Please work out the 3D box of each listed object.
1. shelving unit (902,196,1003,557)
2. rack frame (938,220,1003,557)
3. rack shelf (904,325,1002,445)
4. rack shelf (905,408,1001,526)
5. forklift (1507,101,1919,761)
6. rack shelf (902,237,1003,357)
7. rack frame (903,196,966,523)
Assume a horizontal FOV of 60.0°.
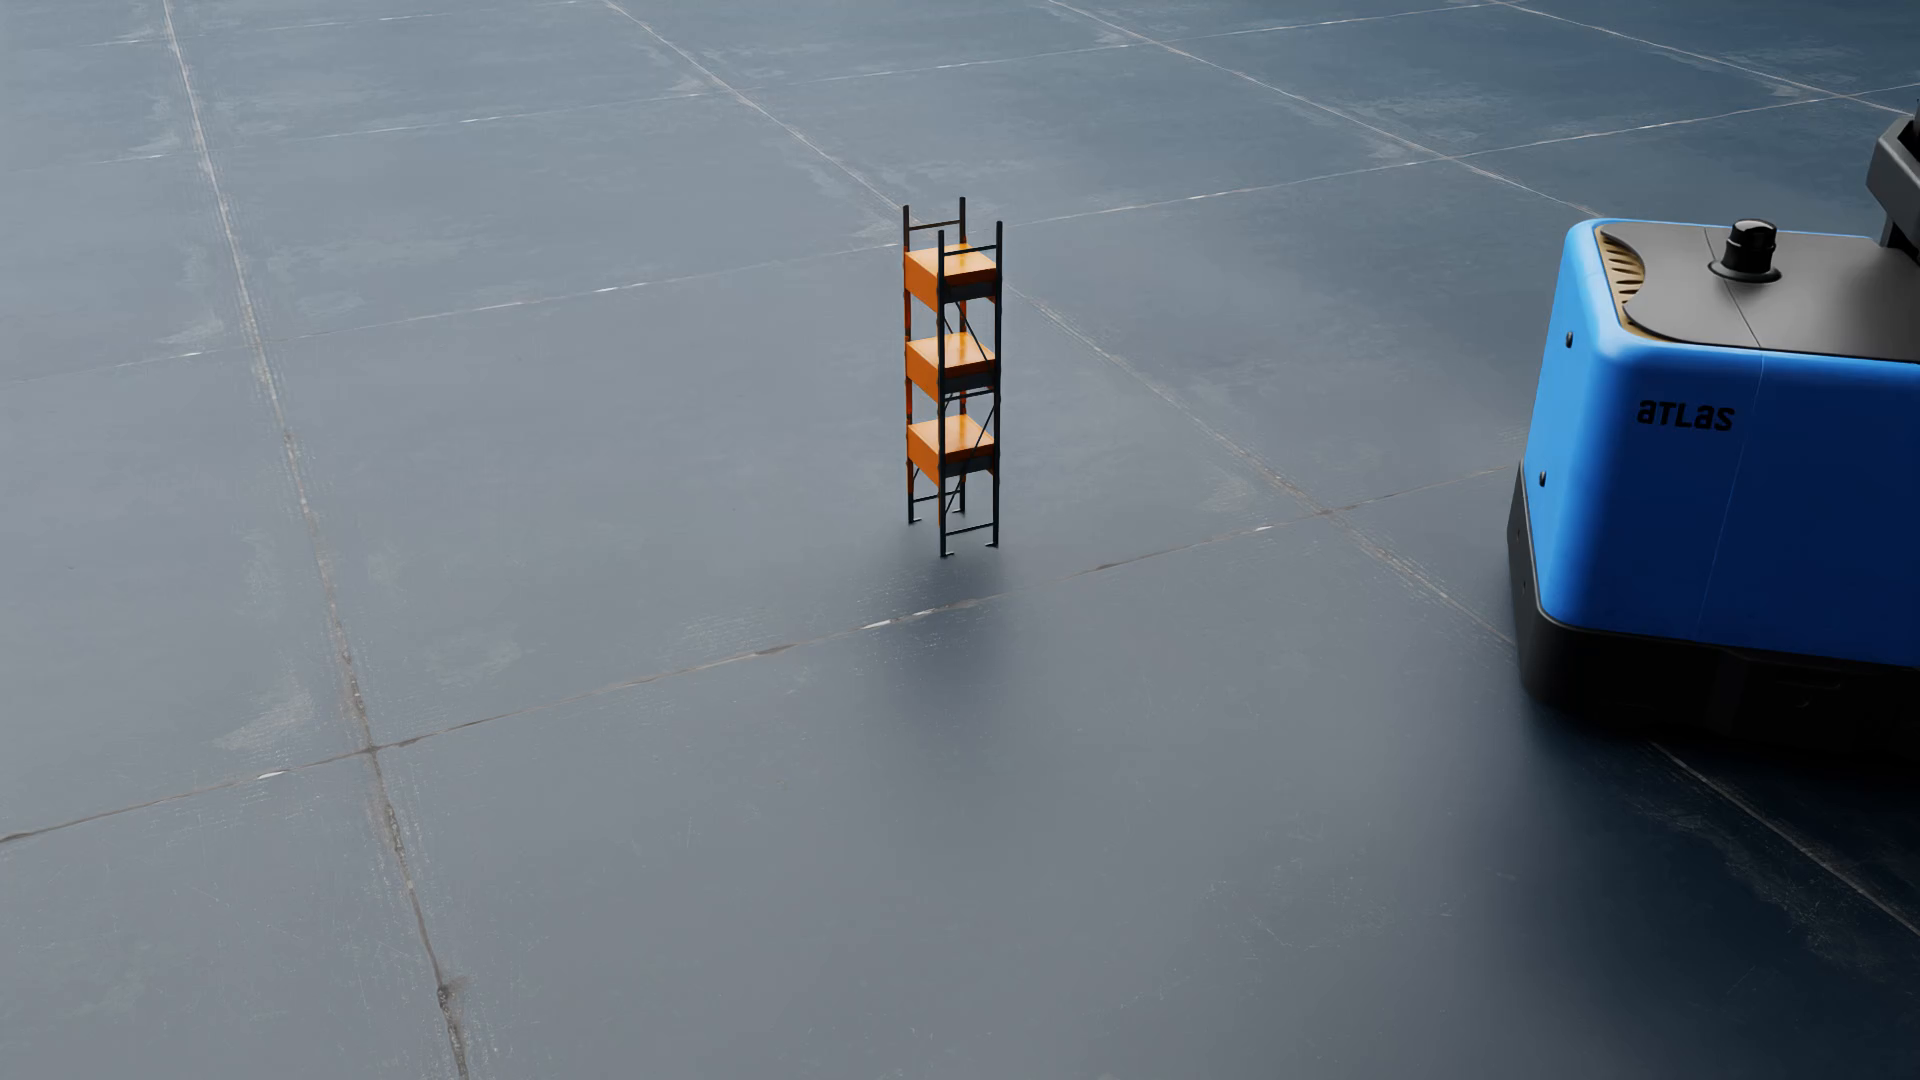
[{"bbox_3d":[-0.023,-0.482,5.035,0.215,1.050,0.252,-13,32,-22],"label":"shelving unit"},{"bbox_3d":[0.029,-0.428,4.939,0.200,1.050,0.008,-13,32,-22],"label":"rack frame"},{"bbox_3d":[-0.023,-0.472,5.041,0.215,0.259,0.240,-13,32,-22],"label":"rack shelf"},{"bbox_3d":[-0.023,-0.230,5.176,0.215,0.259,0.240,-13,32,-22],"label":"rack shelf"},{"bbox_3d":[3.066,-0.866,3.797,3.031,2.935,1.130,7,30,12],"label":"forklift"},{"bbox_3d":[-0.023,-0.720,4.902,0.215,0.259,0.240,-13,32,-22],"label":"rack shelf"},{"bbox_3d":[-0.075,-0.535,5.131,0.200,1.050,0.008,-13,32,-22],"label":"rack frame"}]
